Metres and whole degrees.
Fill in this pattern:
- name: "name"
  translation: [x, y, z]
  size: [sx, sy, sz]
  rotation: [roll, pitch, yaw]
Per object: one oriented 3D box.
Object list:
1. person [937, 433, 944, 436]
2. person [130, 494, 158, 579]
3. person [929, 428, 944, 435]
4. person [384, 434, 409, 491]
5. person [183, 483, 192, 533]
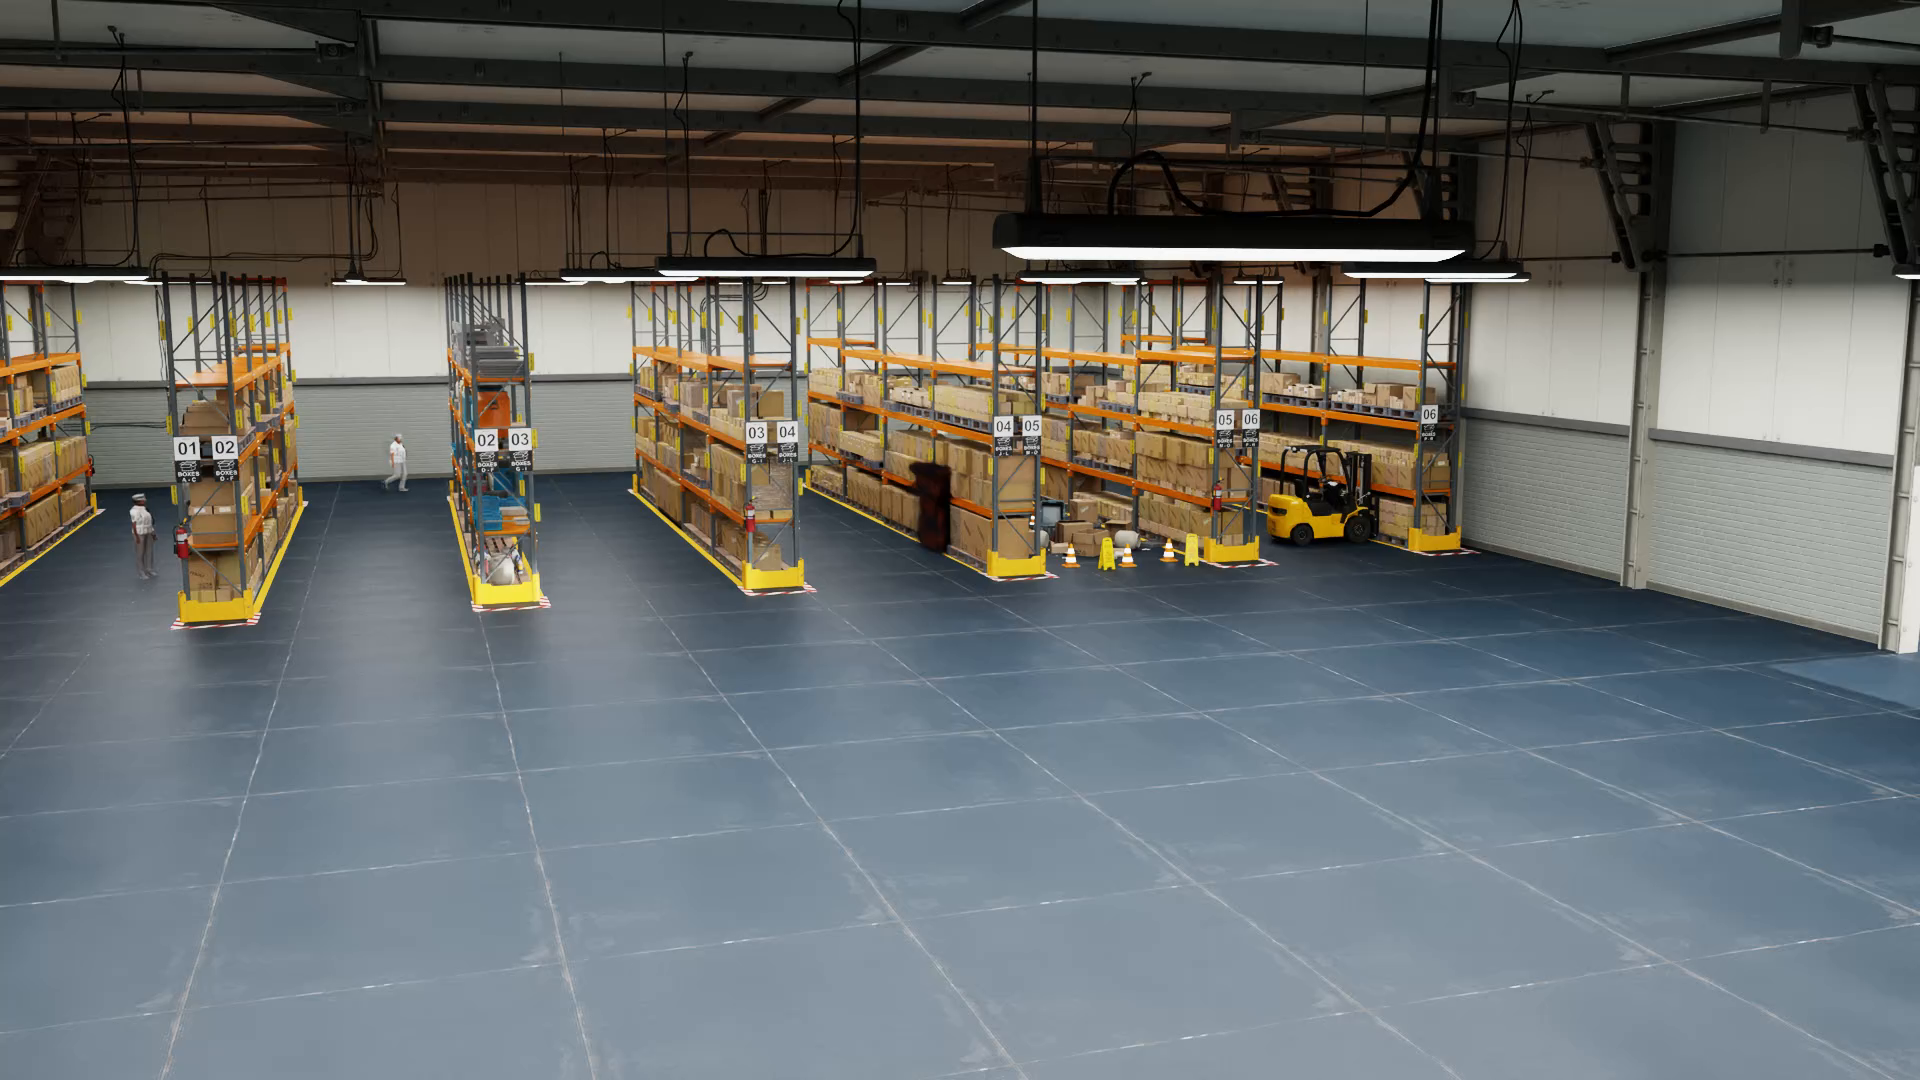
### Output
- name: "person"
  translation: [-0.585, -2.196, 47.003]
  size: [0.334, 1.688, 0.551]
  rotation: [-6, 10, -34]
- name: "person"
  translation: [-16.258, -0.081, 33.178]
  size: [0.436, 1.694, 0.488]
  rotation: [3, 9, 21]
- name: "person"
  translation: [-0.747, -3.229, 53.610]
  size: [1.053, 1.731, 0.643]
  rotation: [-5, 10, -31]
- name: "person"
  translation: [-15.973, -2.199, 47.120]
  size: [0.620, 1.635, 0.520]
  rotation: [2, 9, 11]
- name: "person"
  translation: [-18.143, -0.943, 39.120]
  size: [0.398, 1.546, 0.830]
  rotation: [-2, 9, -15]
